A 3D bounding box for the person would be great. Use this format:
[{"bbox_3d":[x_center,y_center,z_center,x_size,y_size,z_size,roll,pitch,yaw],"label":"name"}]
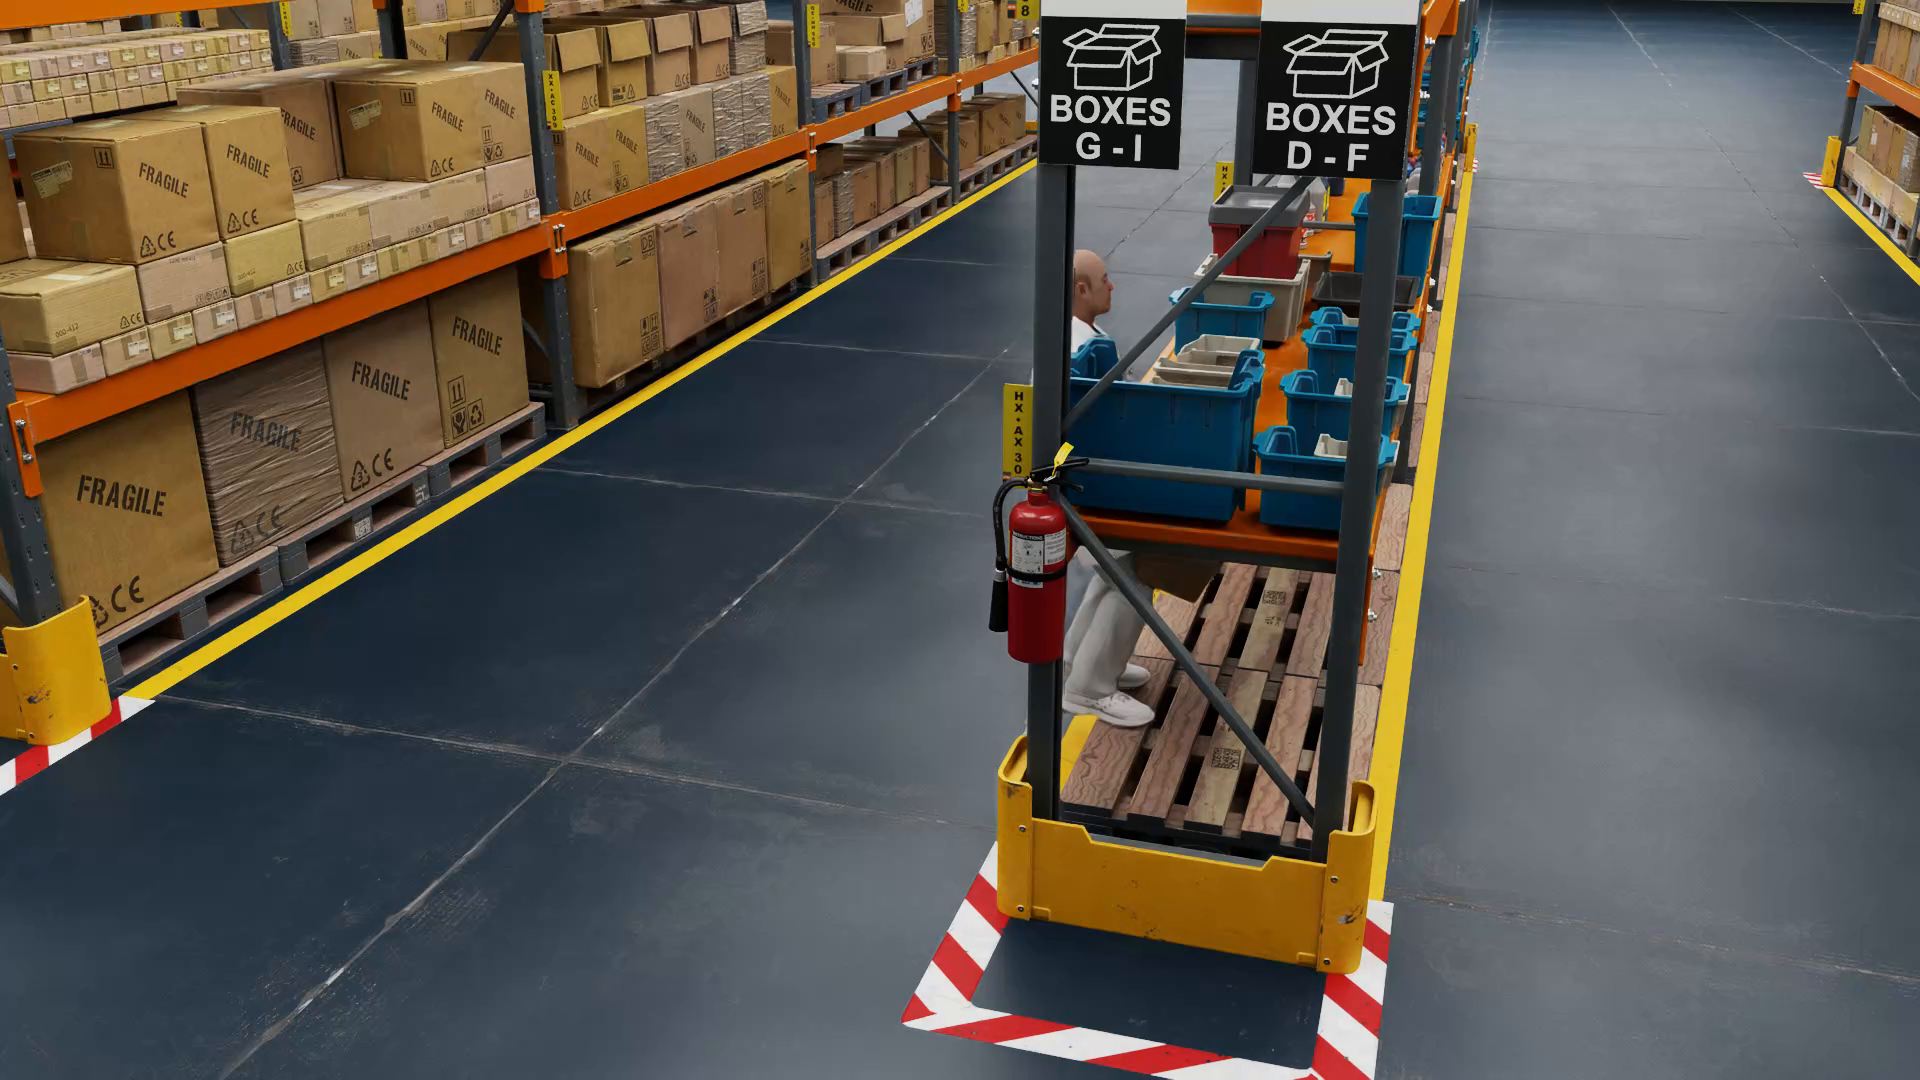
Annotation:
[{"bbox_3d":[0.523,-0.204,6.142,0.461,1.715,0.599,1,22,4],"label":"person"}]
